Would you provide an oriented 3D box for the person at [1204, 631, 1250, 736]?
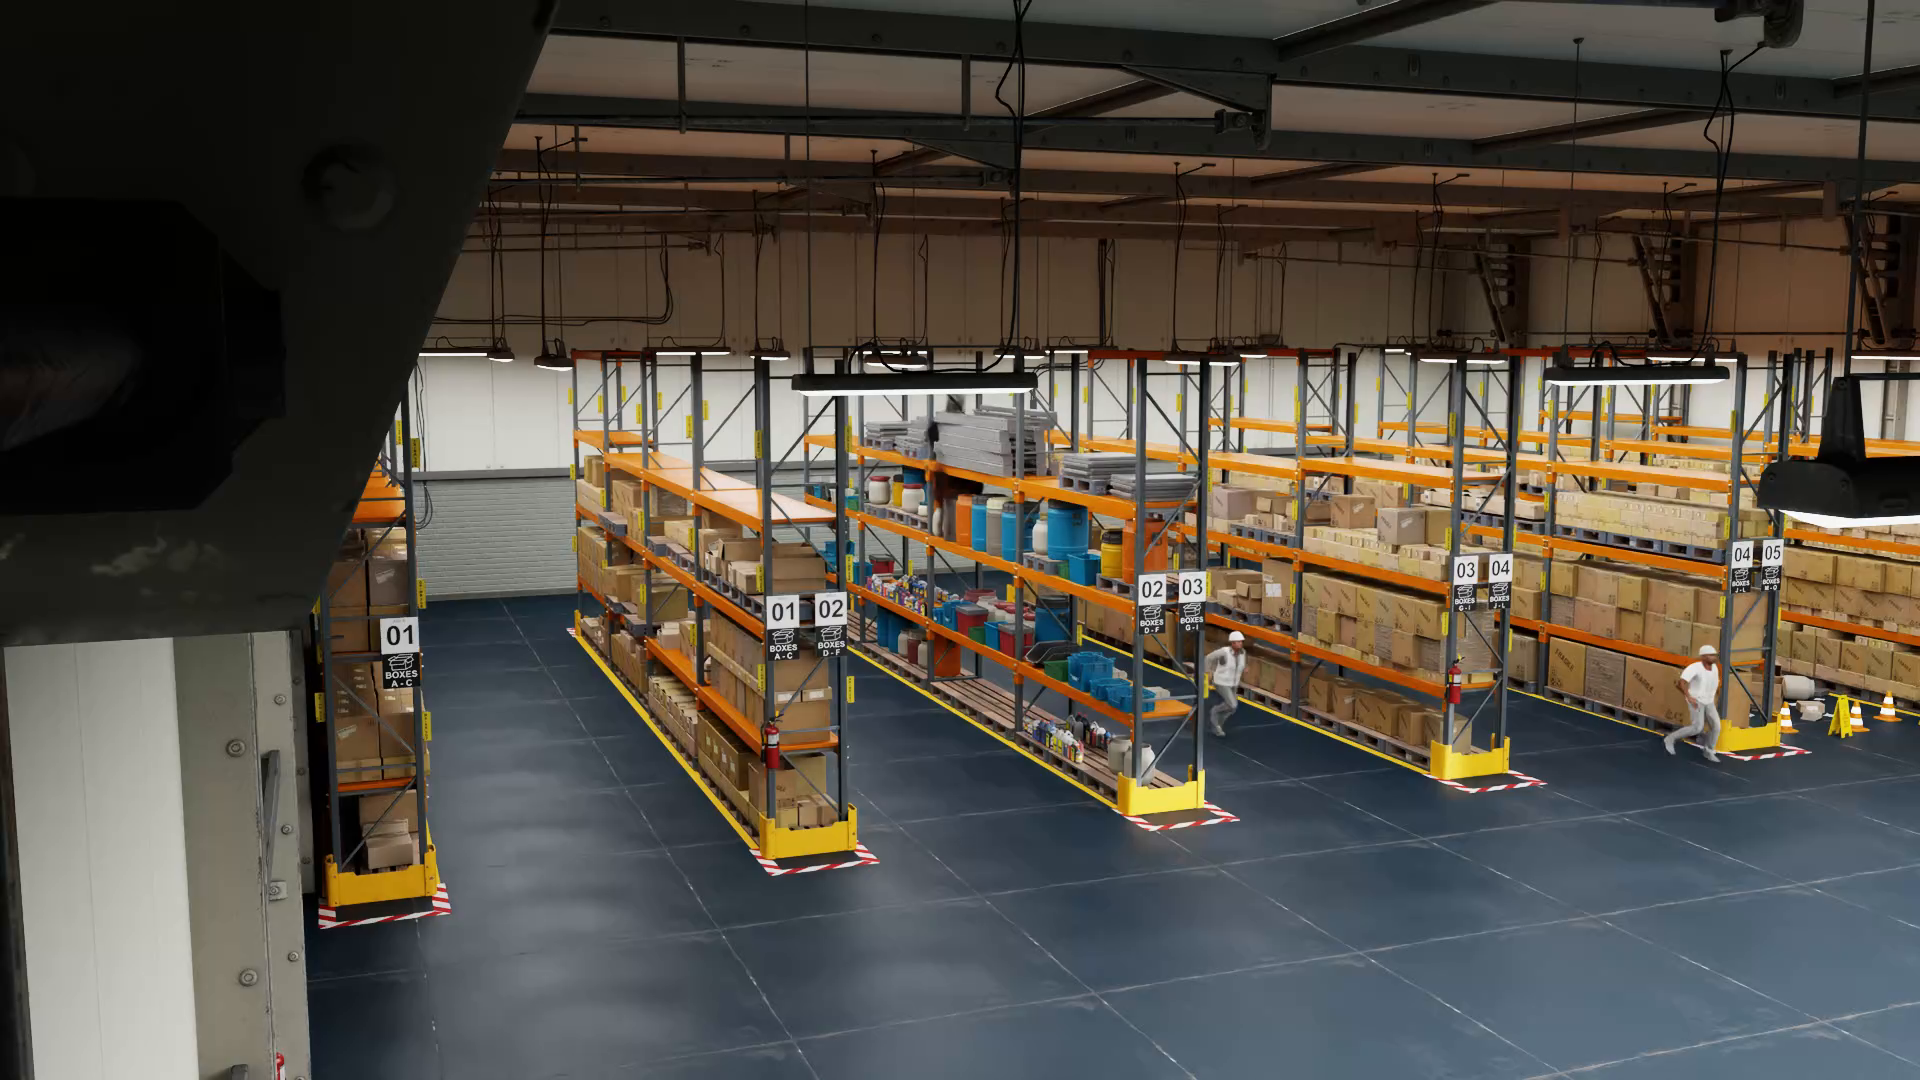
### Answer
[{"bbox_3d":[4.226,2.258,26.063,0.645,1.699,0.737,-6,9,-38],"label":"person"}]

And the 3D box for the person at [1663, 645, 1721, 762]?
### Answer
[{"bbox_3d":[11.005,2.430,24.759,0.887,1.760,0.655,-4,8,-32],"label":"person"}]
